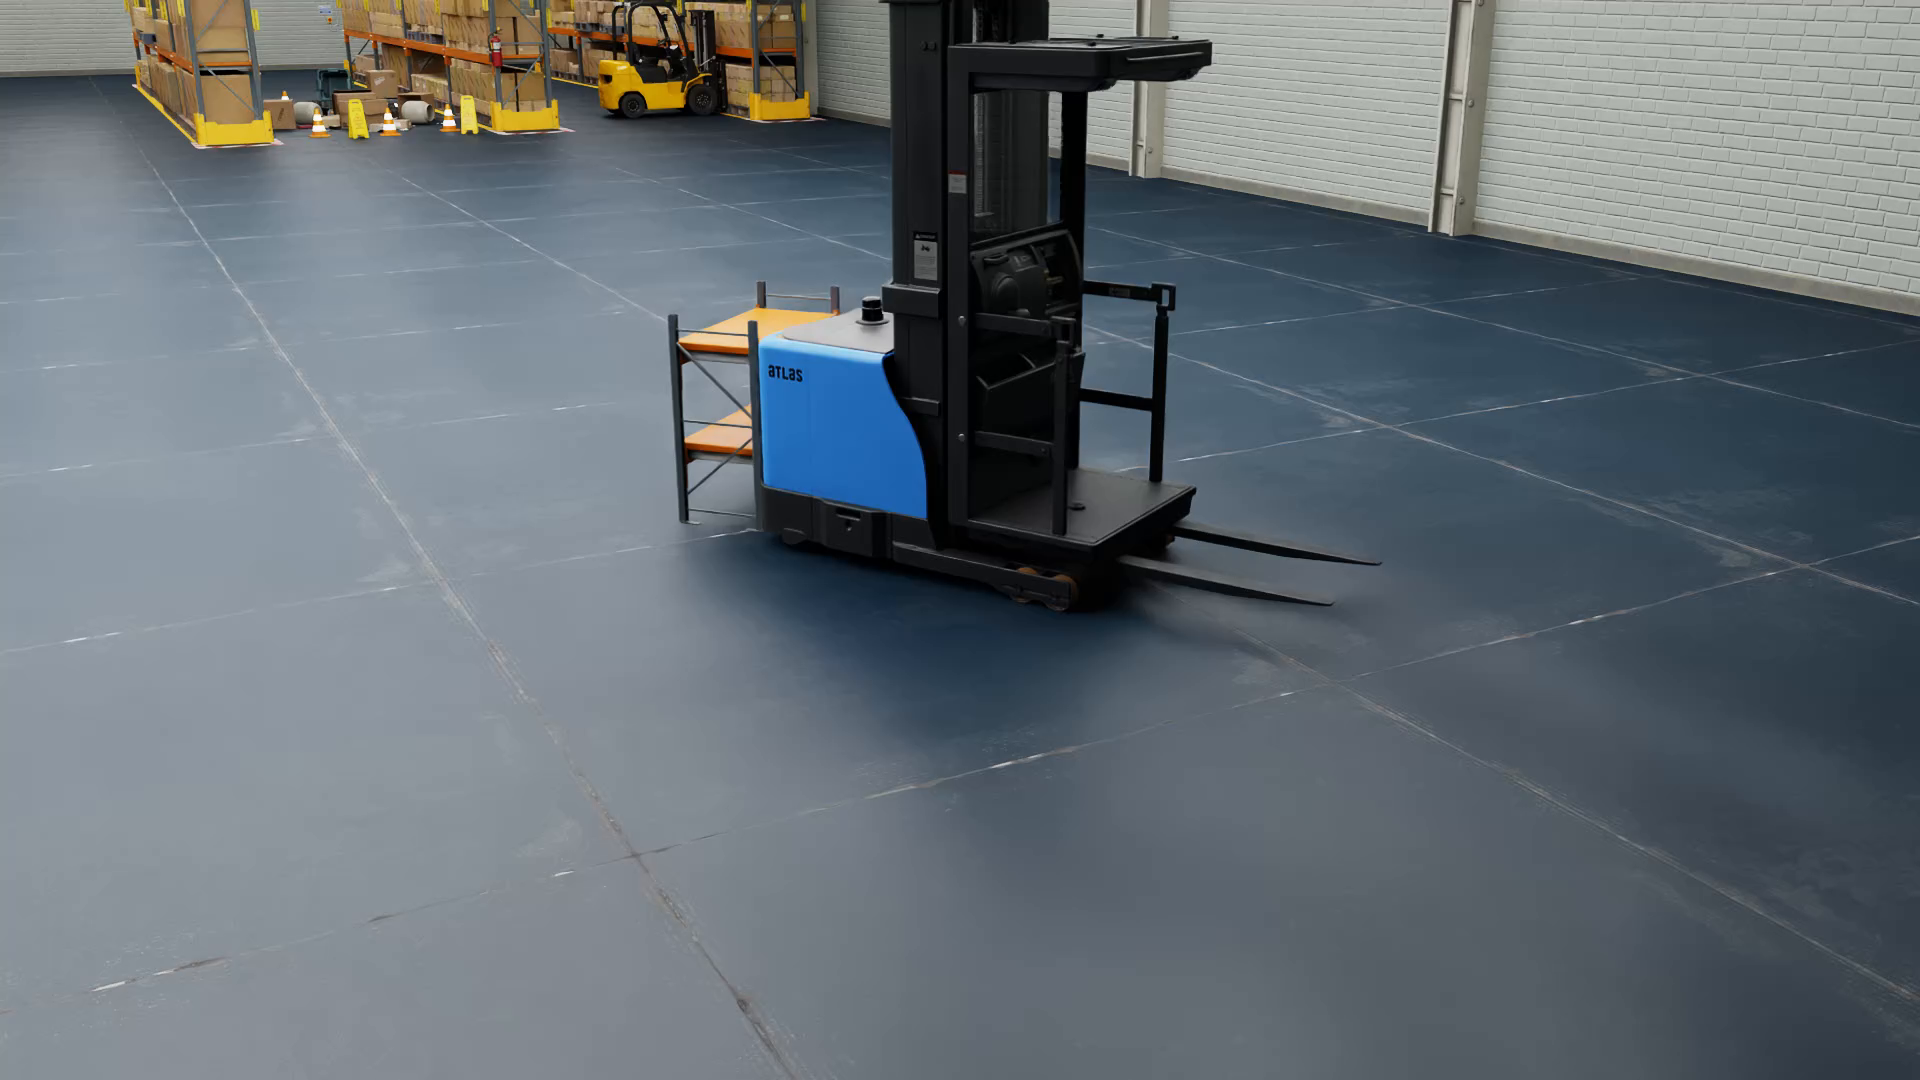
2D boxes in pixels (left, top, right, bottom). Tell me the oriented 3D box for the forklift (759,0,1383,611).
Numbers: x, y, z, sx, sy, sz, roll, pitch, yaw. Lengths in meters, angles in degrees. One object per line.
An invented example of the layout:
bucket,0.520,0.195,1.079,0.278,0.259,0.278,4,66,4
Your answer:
forklift,0.497,-1.253,7.769,3.031,2.935,1.130,12,22,31

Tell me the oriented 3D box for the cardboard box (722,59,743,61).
cardboard box,-4.772,-9.946,34.895,0.500,0.250,0.500,-10,22,-27

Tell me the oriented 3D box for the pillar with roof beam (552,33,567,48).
pillar with roof beam,-15.404,-17.357,45.136,9.100,9.000,0.400,-10,21,-27

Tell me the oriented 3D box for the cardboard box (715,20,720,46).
cardboard box,-4.725,-10.269,33.639,0.500,0.500,0.500,-10,21,-26

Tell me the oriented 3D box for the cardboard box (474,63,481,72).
cardboard box,-8.857,-8.828,31.044,0.380,0.149,0.250,-10,21,-26

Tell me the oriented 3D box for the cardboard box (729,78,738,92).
cardboard box,-4.265,-9.053,33.073,0.500,0.250,0.500,-10,22,-27

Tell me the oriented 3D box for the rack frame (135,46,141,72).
rack frame,-19.803,-12.708,40.862,1.000,3.000,0.127,-10,21,-27

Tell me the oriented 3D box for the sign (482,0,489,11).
sign,-8.395,-9.527,29.384,0.100,0.325,0.005,-10,21,-27

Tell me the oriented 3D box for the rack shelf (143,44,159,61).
rack shelf,-16.954,-10.646,35.987,1.077,0.370,4.000,-10,21,-27

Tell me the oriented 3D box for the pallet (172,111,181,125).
pallet,-14.537,-8.155,31.941,1.003,0.211,1.213,-10,21,-27

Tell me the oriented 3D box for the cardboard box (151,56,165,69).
cardboard box,-17.292,-10.379,36.149,0.500,0.250,0.500,-9,21,-25

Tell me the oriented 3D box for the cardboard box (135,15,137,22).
cardboard box,-17.873,-11.448,36.494,0.380,0.149,0.250,-9,21,-25

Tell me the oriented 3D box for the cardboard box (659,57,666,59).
cardboard box,-6.728,-10.686,37.997,0.875,0.625,0.625,-9,21,-25

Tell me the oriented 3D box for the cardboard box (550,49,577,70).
cardboard box,-10.549,-12.849,44.458,0.700,0.500,0.500,-9,21,-24

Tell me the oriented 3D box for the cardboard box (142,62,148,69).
cardboard box,-19.211,-11.263,39.487,0.380,0.149,0.250,-10,21,-26

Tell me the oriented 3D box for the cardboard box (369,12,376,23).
cardboard box,-13.634,-12.351,39.290,0.500,0.250,0.500,-11,22,-28

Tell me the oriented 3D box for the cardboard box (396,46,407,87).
cardboard box,-12.370,-10.869,38.146,0.875,0.875,0.875,-10,21,-26

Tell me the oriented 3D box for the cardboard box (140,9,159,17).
cardboard box,-17.012,-11.066,34.932,0.380,0.149,0.250,-9,21,-25

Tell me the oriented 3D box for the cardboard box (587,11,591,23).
cardboard box,-8.907,-12.802,40.697,0.396,0.266,0.258,-9,21,-24

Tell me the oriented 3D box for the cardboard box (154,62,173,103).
cardboard box,-15.794,-9.358,33.958,1.050,0.750,0.750,-10,22,-27

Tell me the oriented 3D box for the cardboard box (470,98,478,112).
cardboard box,-9.010,-8.299,31.656,0.500,0.250,0.500,-11,22,-29

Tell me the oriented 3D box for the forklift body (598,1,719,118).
forklift body,-6.036,-9.541,32.985,2.313,2.155,1.214,-10,21,-27

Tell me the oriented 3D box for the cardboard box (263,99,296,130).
cardboard box,-12.464,-7.796,30.455,0.500,0.500,0.500,-6,20,-17

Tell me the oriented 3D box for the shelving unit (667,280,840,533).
shelving unit,-1.089,-0.757,9.102,0.538,1.125,1.048,7,20,19

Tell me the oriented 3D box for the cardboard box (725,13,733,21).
cardboard box,-4.434,-10.386,32.984,0.380,0.149,0.250,-11,22,-28

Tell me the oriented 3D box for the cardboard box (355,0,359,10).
cardboard box,-14.546,-13.260,40.774,0.500,0.500,0.500,-10,21,-26

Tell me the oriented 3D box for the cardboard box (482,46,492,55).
cardboard box,-8.481,-8.922,30.274,0.380,0.149,0.250,-10,22,-27

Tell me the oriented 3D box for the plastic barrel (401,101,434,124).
plastic barrel,-10.210,-8.052,31.316,0.512,0.421,0.421,4,19,11

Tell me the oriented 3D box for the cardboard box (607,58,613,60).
cardboard box,-8.198,-11.377,40.193,0.500,0.500,0.500,-9,21,-24

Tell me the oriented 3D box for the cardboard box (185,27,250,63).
cardboard box,-12.421,-8.286,27.815,0.875,0.550,0.550,-10,21,-27

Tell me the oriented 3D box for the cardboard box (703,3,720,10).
cardboard box,-5.028,-10.893,33.998,0.380,0.149,0.250,-10,22,-28

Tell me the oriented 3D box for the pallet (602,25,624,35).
pallet,-7.713,-12.070,39.307,1.213,0.211,1.003,-10,21,-27

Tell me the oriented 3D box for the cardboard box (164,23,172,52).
cardboard box,-14.588,-9.419,31.176,0.500,0.500,0.500,-10,21,-27

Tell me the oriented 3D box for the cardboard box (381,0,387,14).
cardboard box,-12.886,-12.271,37.909,0.500,0.500,0.500,-10,22,-28

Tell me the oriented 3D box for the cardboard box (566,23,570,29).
cardboard box,-9.890,-13.202,42.676,0.380,0.149,0.250,-9,21,-25

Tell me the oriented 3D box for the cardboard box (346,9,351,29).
cardboard box,-15.255,-13.228,42.215,0.500,0.500,0.500,-10,22,-27

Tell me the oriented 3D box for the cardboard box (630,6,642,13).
cardboard box,-7.309,-12.118,38.003,0.380,0.149,0.250,-9,21,-25

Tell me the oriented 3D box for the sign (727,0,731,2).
sign,-4.942,-11.362,35.512,0.100,0.325,0.005,-10,21,-27

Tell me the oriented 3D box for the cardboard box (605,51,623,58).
cardboard box,-8.392,-11.788,40.390,0.380,0.149,0.250,-11,22,-29

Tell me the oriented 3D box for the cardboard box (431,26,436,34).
cardboard box,-10.547,-10.391,33.887,0.380,0.149,0.250,-10,22,-28

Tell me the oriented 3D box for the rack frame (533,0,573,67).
rack frame,-11.128,-14.274,45.399,1.000,3.000,0.127,-10,21,-27

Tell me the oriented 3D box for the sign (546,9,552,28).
sign,-7.419,-9.404,29.959,0.100,0.325,0.005,-10,21,-27

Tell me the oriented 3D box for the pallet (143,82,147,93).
pallet,-18.837,-10.780,39.548,1.003,0.211,1.213,-10,21,-27

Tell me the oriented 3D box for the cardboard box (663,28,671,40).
cardboard box,-6.143,-11.006,36.158,0.500,0.250,0.500,-10,21,-27

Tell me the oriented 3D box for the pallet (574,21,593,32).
pallet,-8.945,-12.789,41.389,1.003,0.211,1.213,-10,21,-27

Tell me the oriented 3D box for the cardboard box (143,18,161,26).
cardboard box,-16.639,-10.703,34.337,0.380,0.149,0.250,-9,21,-26
